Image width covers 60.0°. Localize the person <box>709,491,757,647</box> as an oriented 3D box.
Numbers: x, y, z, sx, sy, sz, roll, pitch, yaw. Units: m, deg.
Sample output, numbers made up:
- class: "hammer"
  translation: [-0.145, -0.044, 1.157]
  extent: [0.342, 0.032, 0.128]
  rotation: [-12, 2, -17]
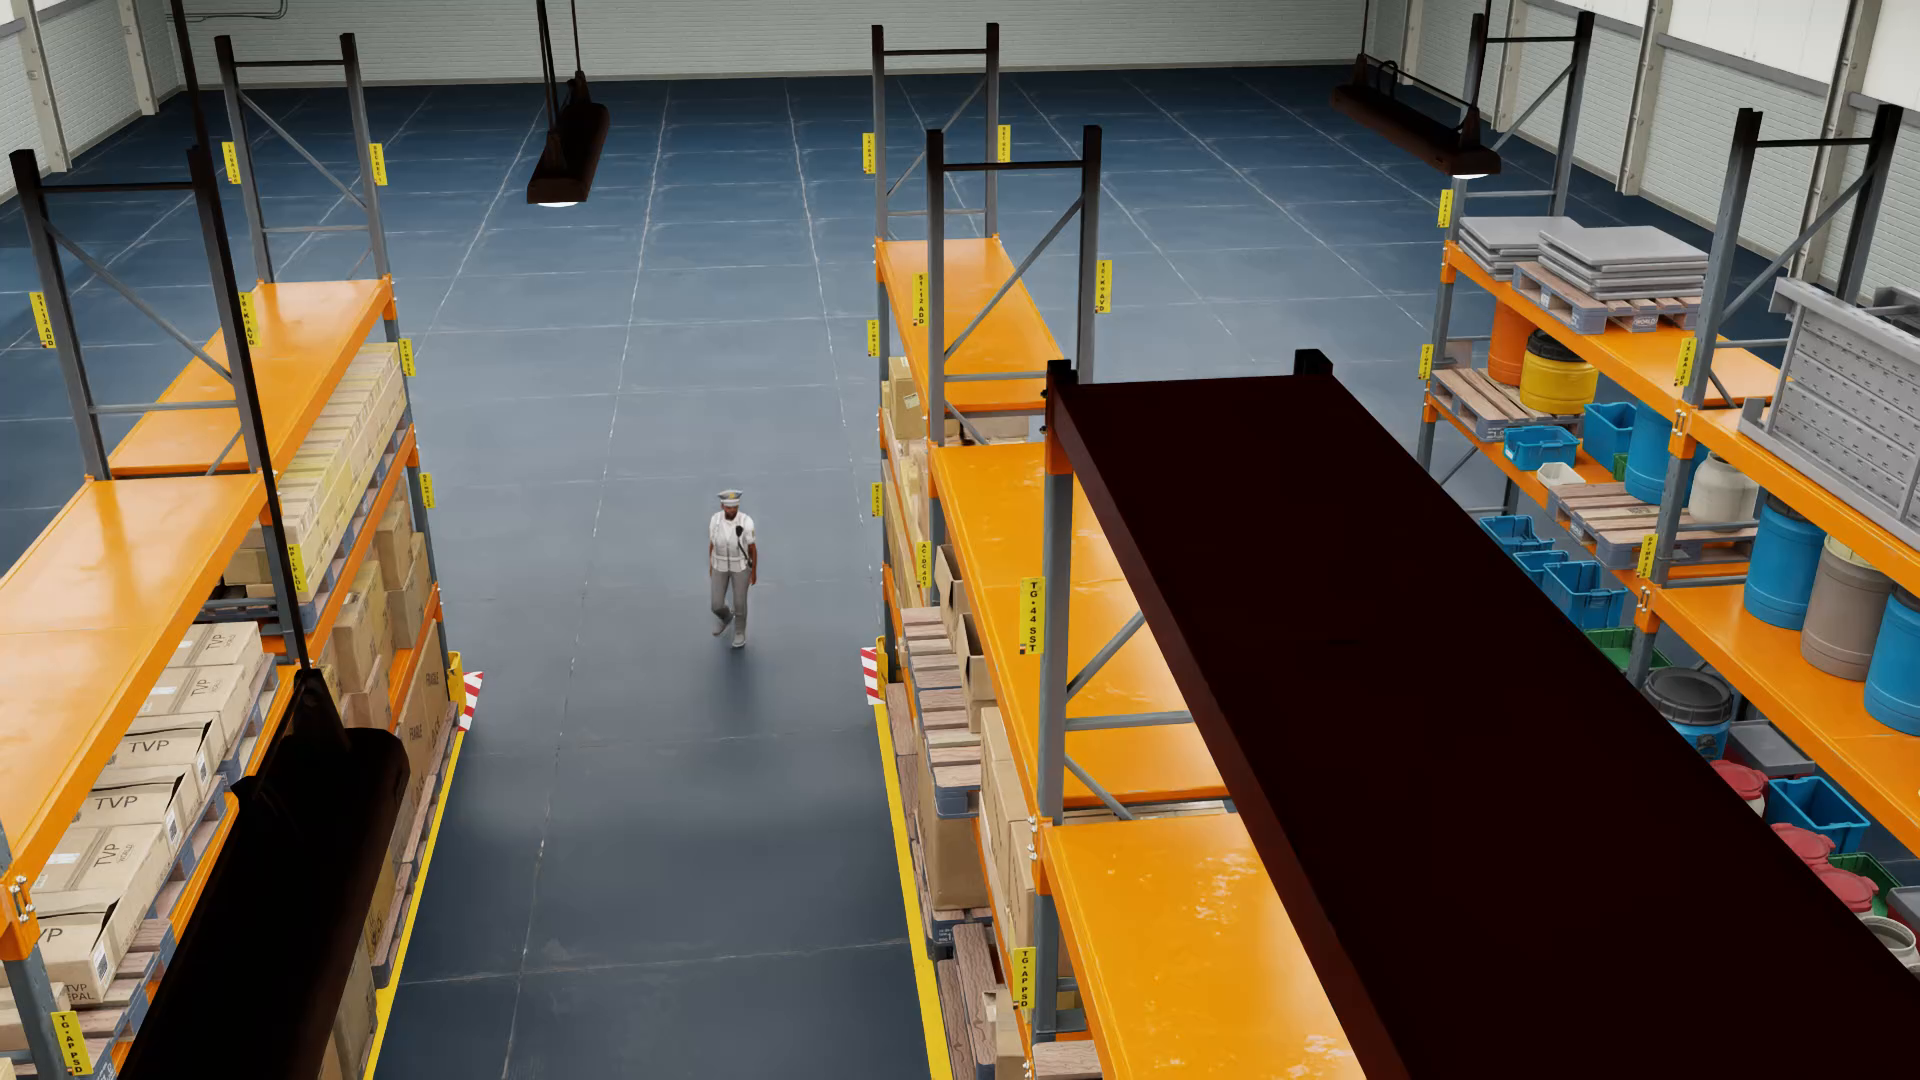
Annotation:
- class: "person"
  translation: [-2.197, 0.255, 16.006]
  extent: [0.506, 1.681, 0.457]
  rotation: [1, 26, 2]
